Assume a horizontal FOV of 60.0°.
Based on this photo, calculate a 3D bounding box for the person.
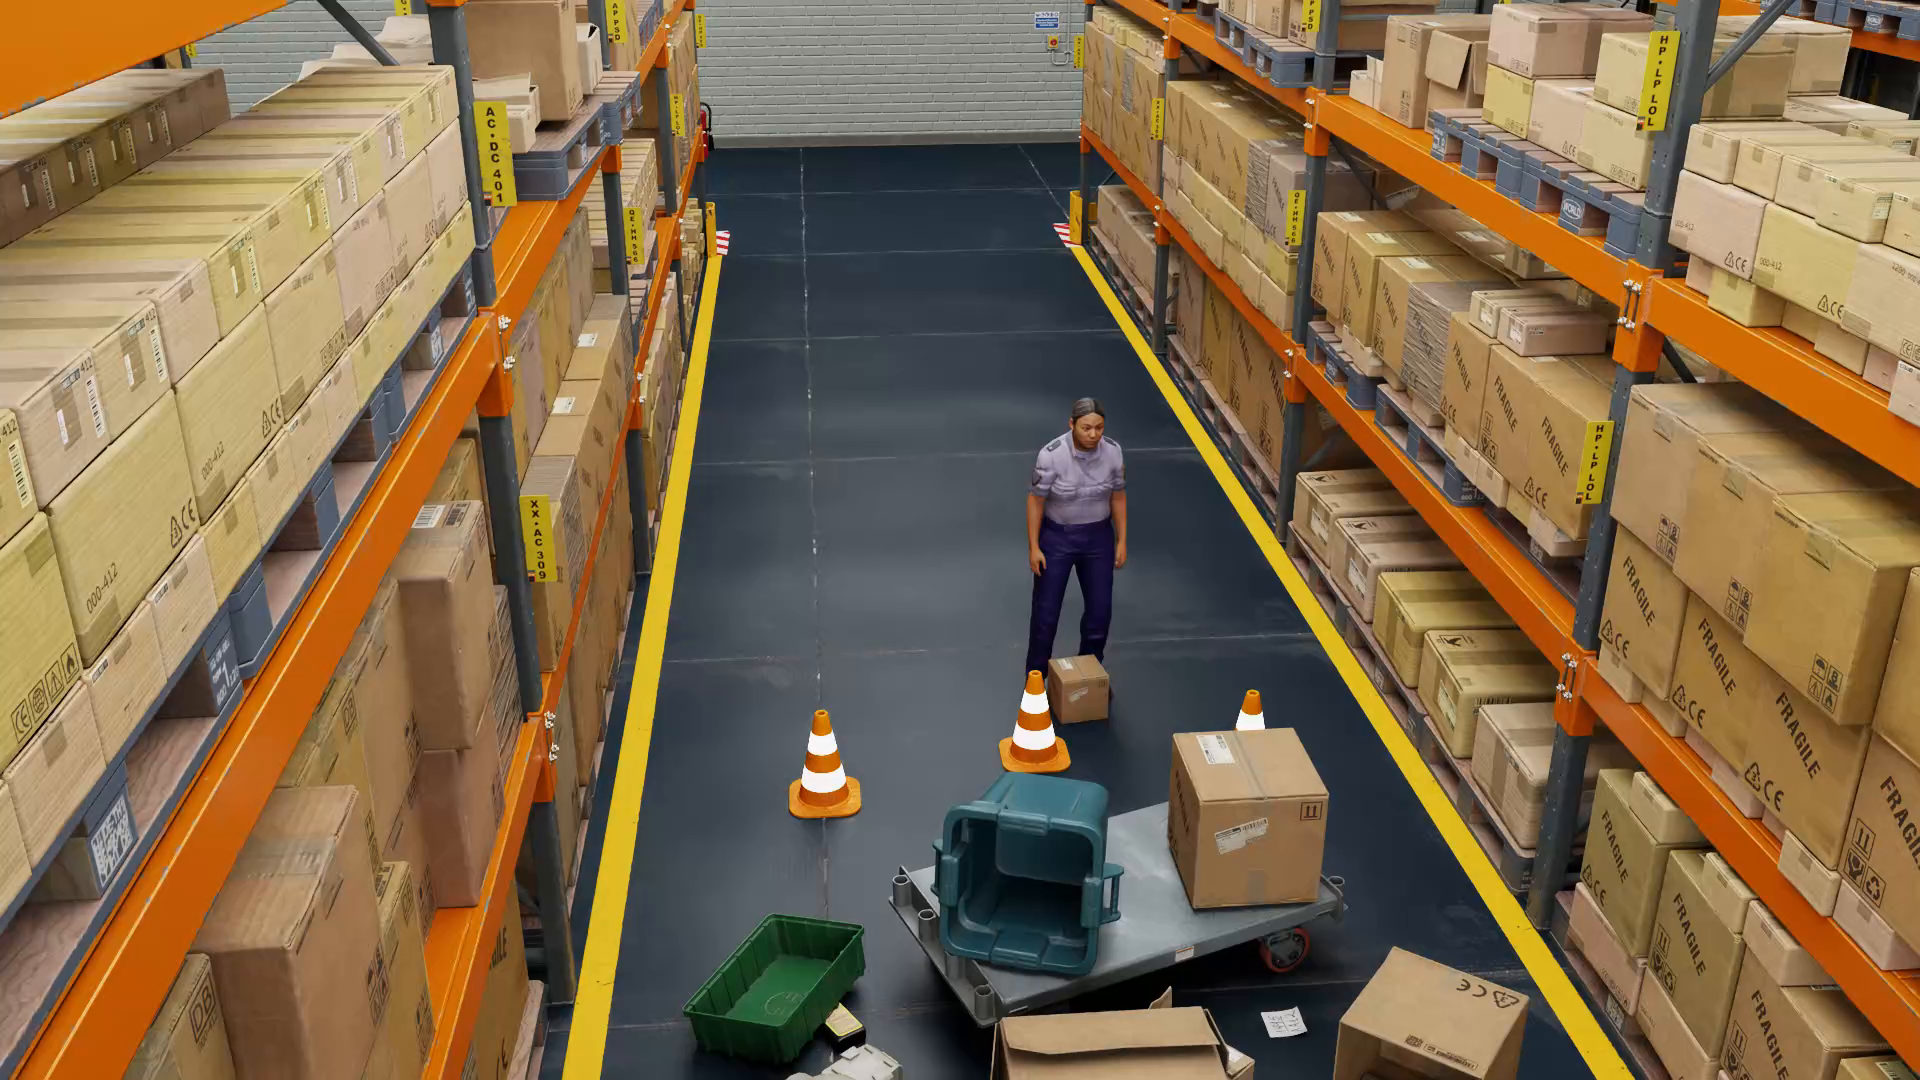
[{"bbox_3d":[0.586,0.038,8.523,0.563,1.653,0.354,-5,24,-11],"label":"person"}]
